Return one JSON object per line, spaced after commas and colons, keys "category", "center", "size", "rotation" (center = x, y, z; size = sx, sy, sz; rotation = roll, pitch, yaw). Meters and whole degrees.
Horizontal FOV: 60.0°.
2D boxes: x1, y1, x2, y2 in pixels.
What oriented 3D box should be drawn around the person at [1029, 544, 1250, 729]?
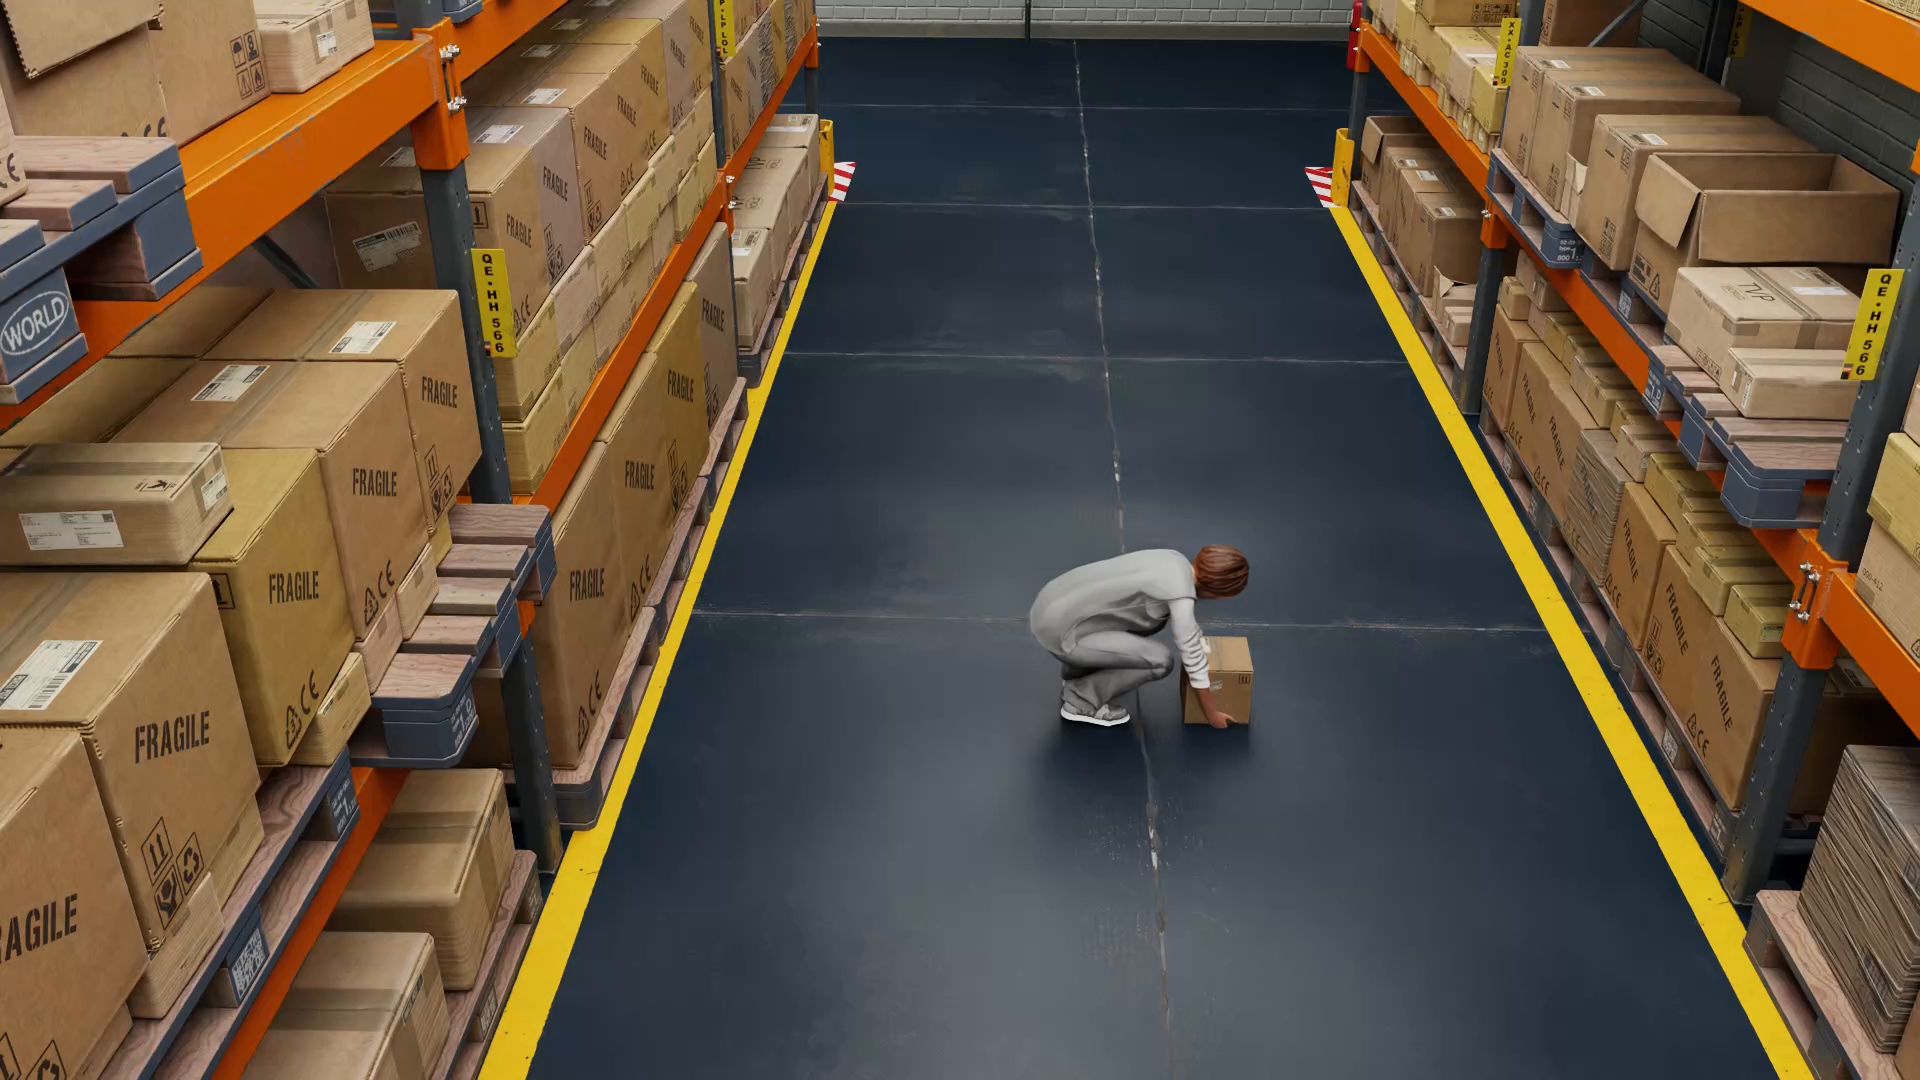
{"category": "person", "center": [0.685, 0.372, 6.457], "size": [0.839, 0.762, 0.431], "rotation": [1, 28, 1]}
